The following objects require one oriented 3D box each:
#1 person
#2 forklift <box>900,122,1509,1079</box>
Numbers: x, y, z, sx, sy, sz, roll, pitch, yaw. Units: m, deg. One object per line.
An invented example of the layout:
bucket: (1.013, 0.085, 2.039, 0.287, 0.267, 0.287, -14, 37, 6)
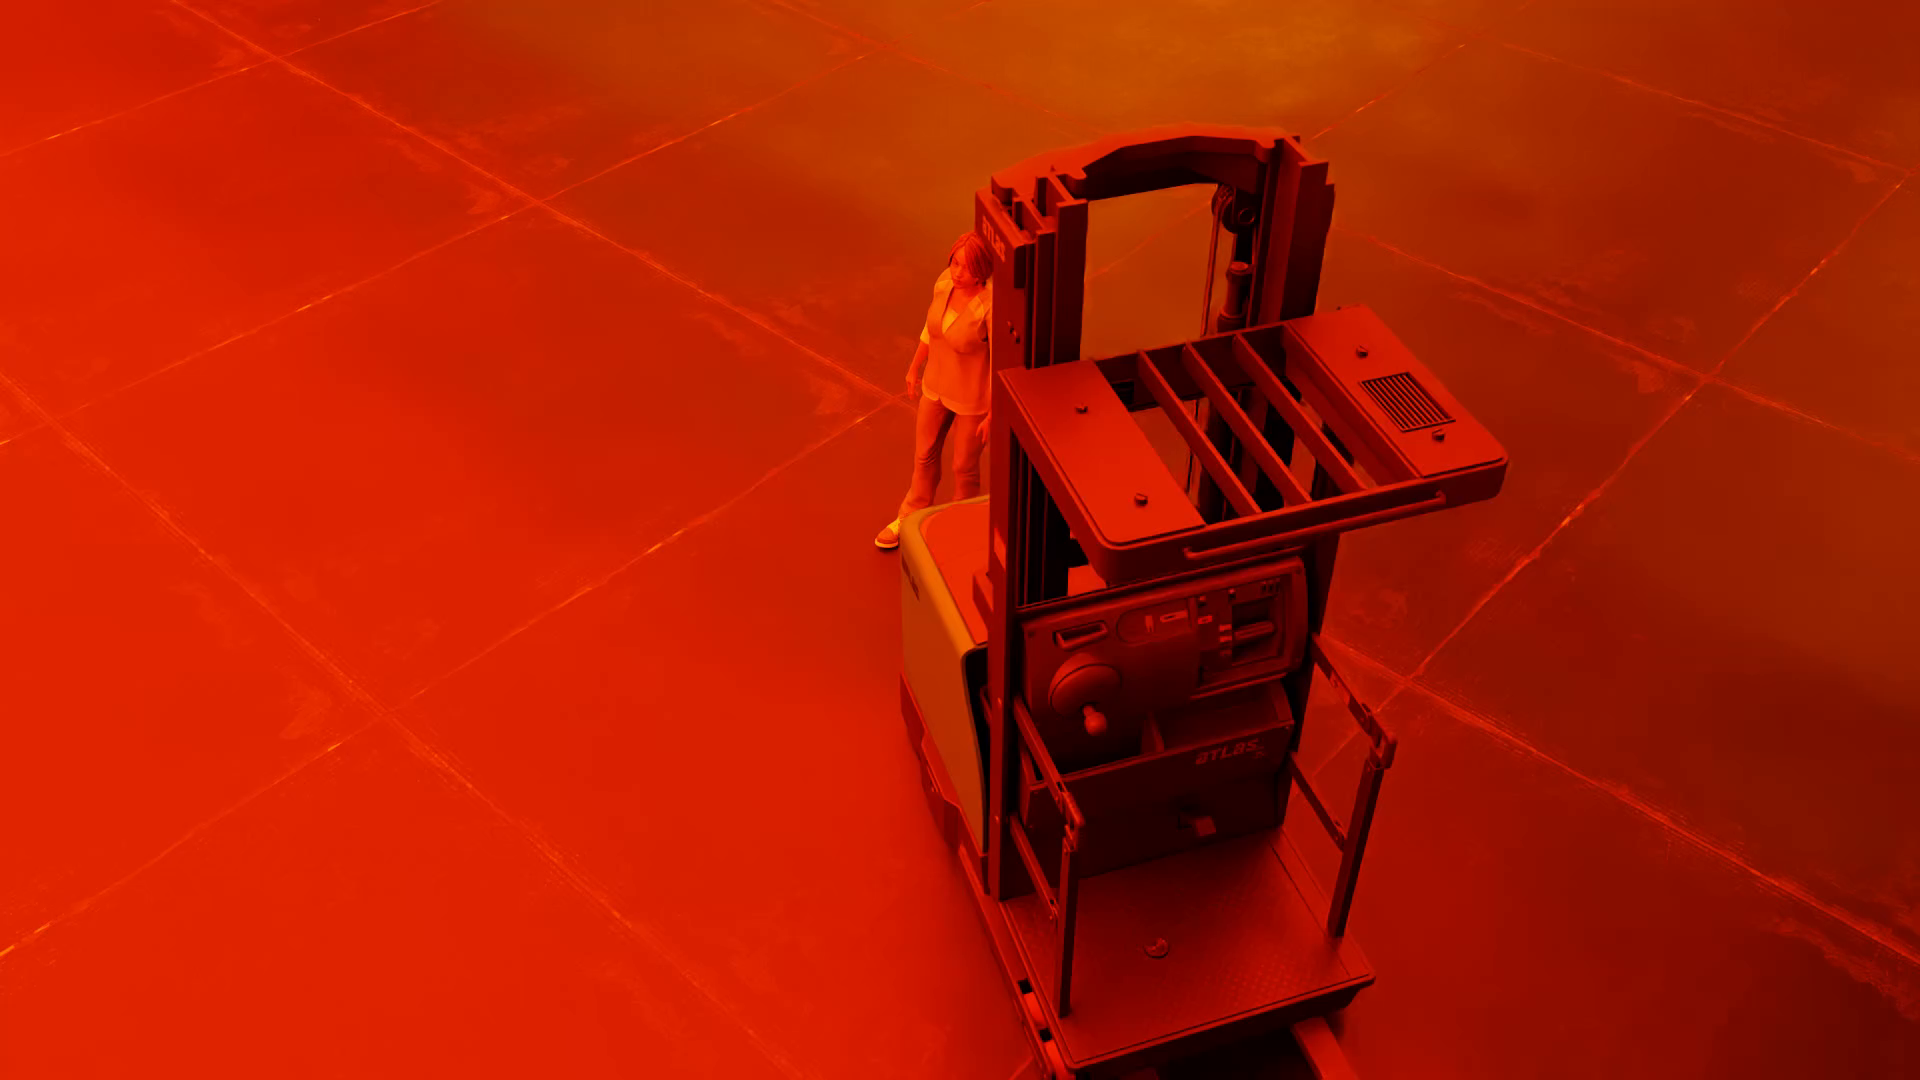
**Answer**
person: (-0.061, -0.581, 7.122, 0.519, 1.594, 0.474, 31, 49, 31)
forklift: (0.708, 0.412, 4.948, 1.130, 2.935, 3.031, -12, 42, -14)
